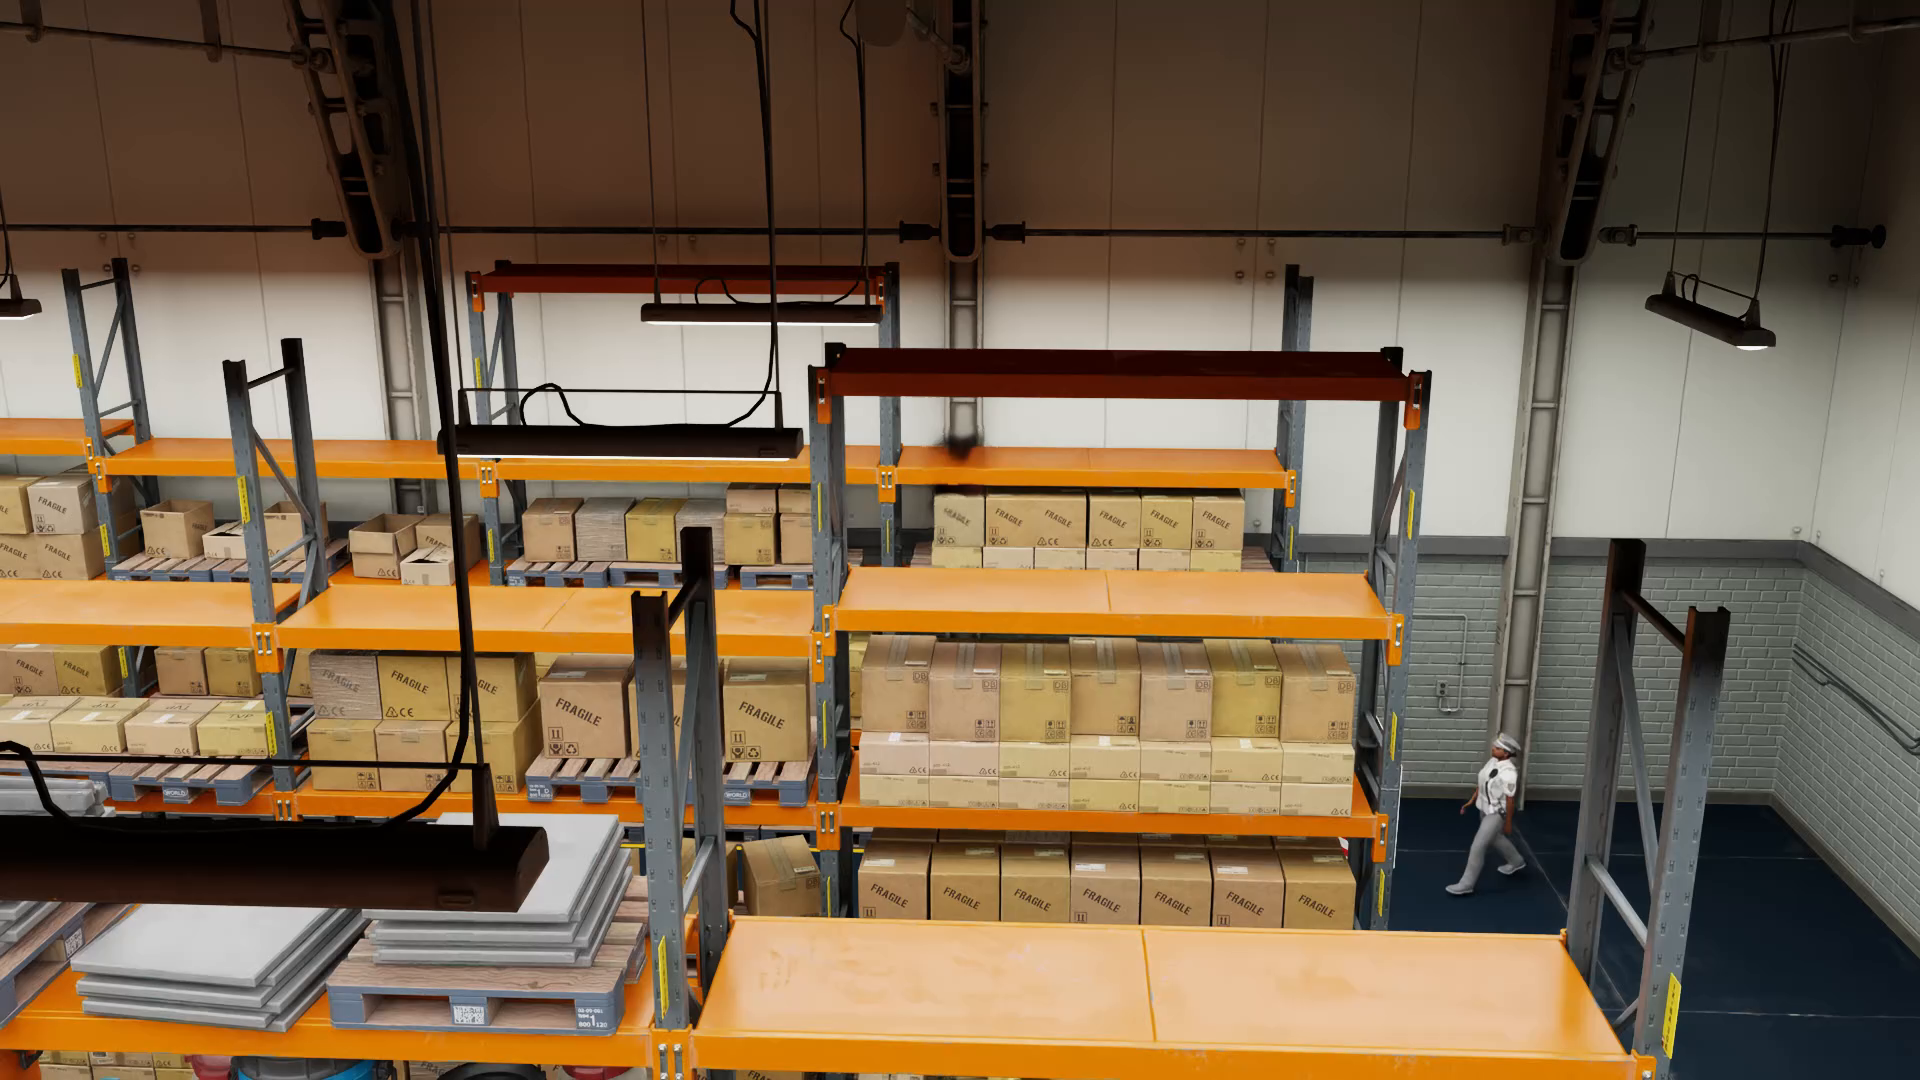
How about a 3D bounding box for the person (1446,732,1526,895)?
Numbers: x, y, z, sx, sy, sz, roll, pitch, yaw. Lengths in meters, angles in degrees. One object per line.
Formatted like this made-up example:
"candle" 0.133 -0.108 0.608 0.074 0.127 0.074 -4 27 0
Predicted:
"person" 5.269 2.662 16.431 0.987 1.647 0.497 -5 17 -15
